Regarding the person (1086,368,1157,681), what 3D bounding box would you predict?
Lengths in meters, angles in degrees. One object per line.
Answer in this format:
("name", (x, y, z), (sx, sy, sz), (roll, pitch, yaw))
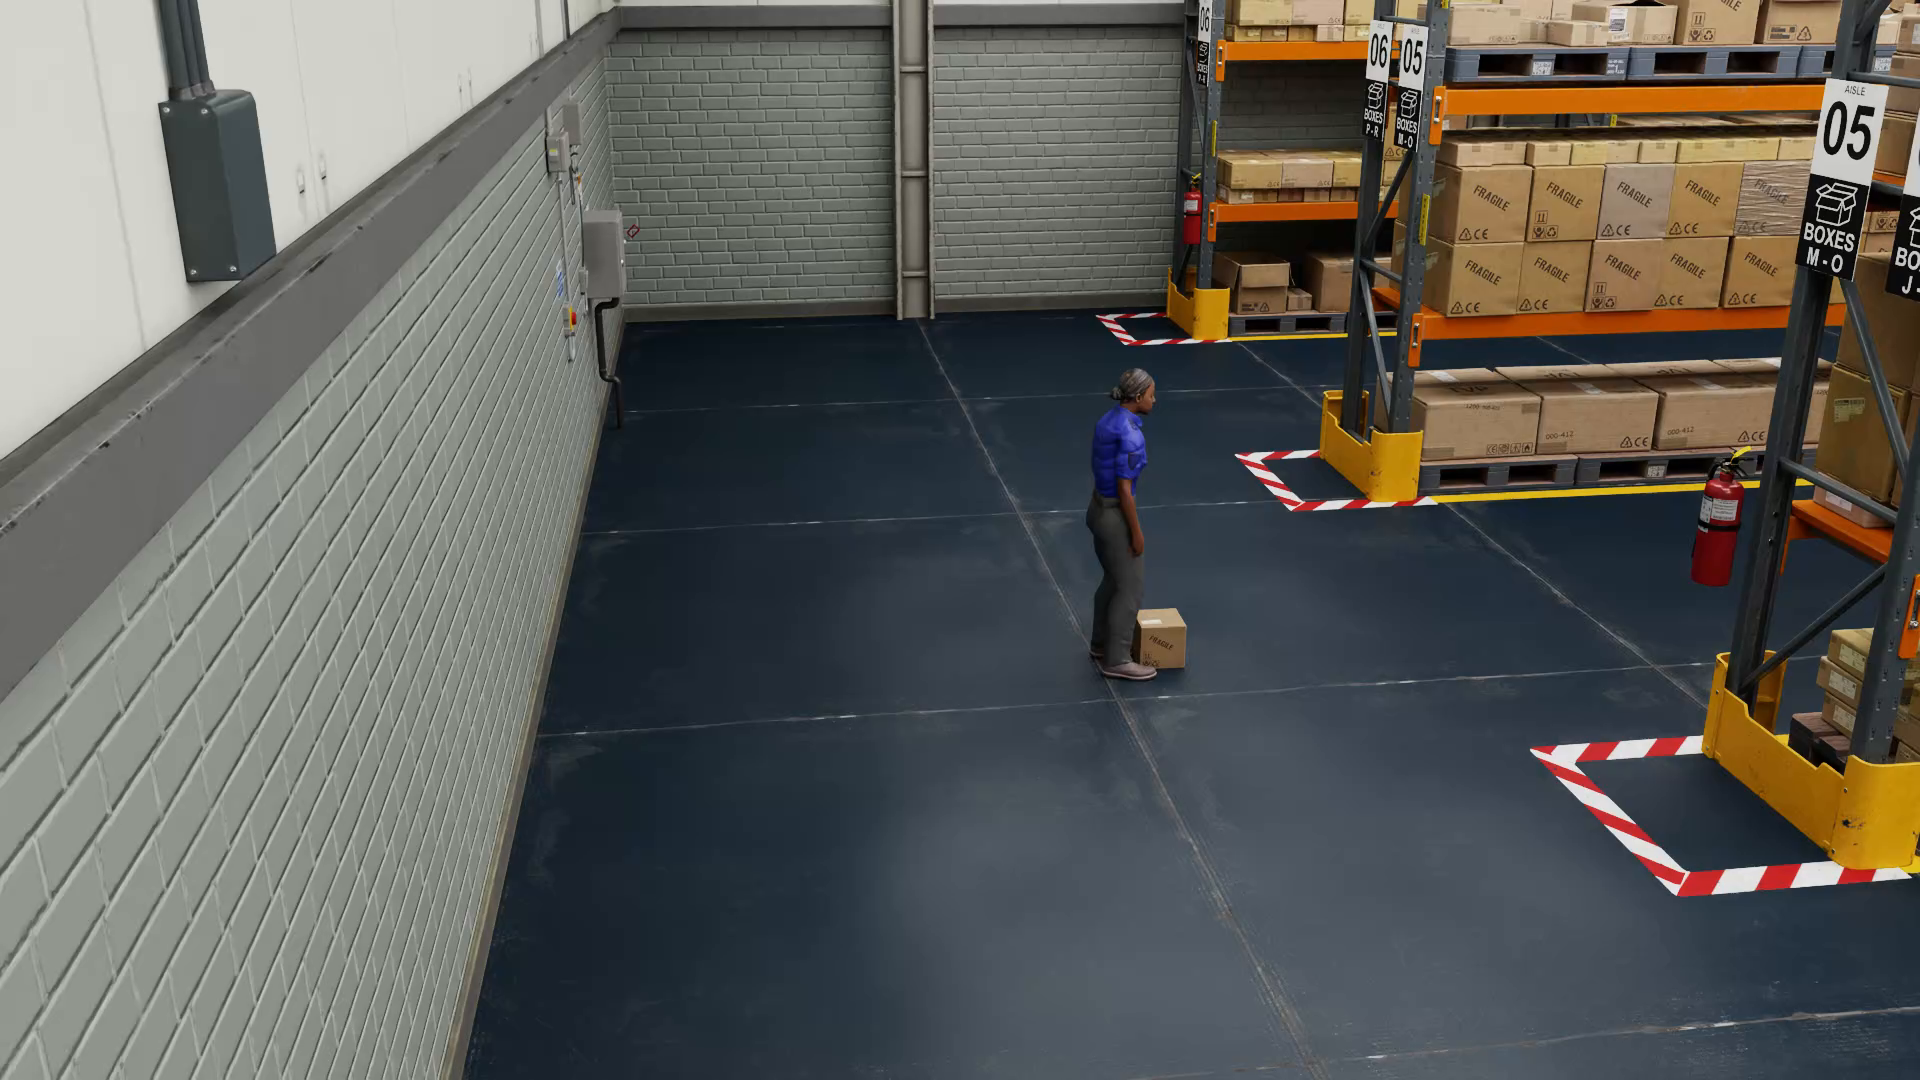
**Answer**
("person", (0.858, -0.098, 8.850), (0.348, 1.654, 0.509), (-4, 20, -10))
